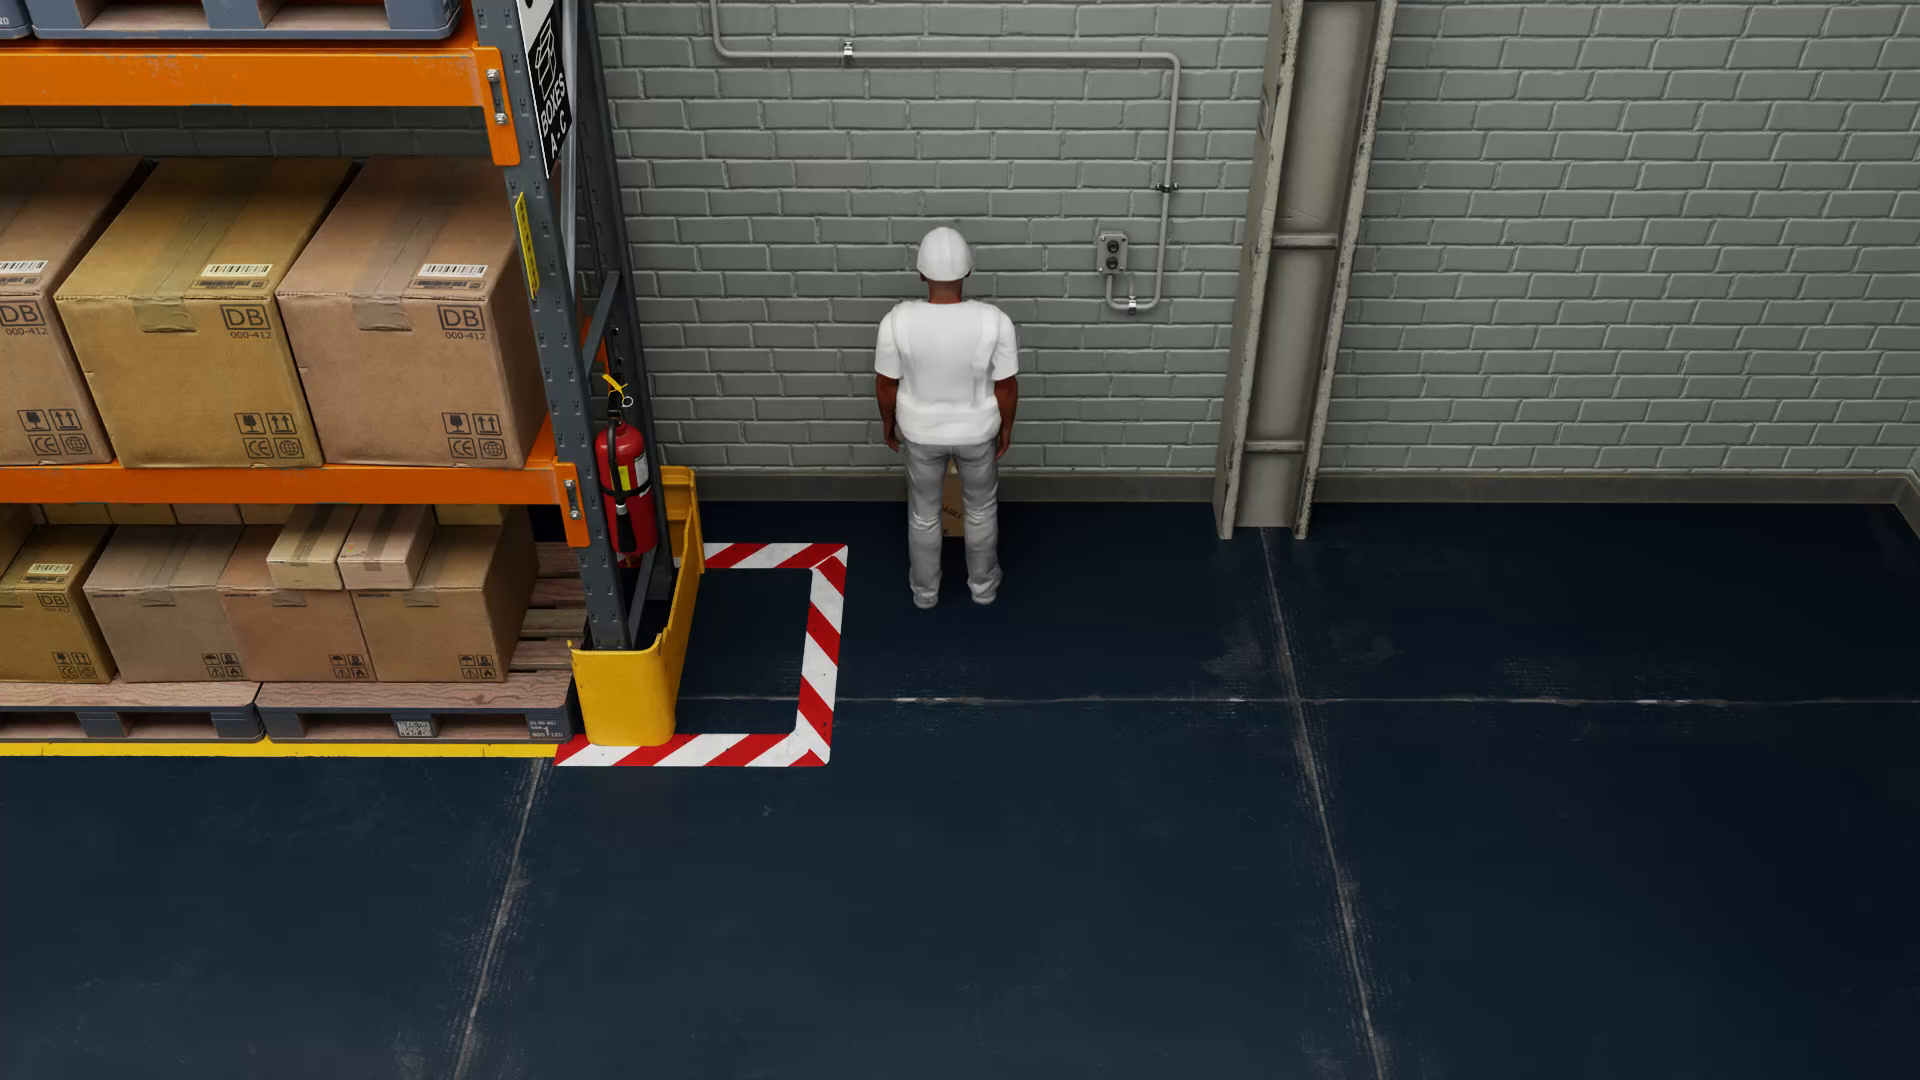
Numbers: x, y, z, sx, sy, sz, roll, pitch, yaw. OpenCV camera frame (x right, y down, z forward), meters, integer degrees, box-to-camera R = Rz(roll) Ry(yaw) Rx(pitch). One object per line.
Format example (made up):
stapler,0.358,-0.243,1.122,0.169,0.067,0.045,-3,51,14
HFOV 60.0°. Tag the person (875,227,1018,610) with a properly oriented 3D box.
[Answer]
person,-0.052,-0.467,6.715,0.562,1.777,0.379,1,39,1
